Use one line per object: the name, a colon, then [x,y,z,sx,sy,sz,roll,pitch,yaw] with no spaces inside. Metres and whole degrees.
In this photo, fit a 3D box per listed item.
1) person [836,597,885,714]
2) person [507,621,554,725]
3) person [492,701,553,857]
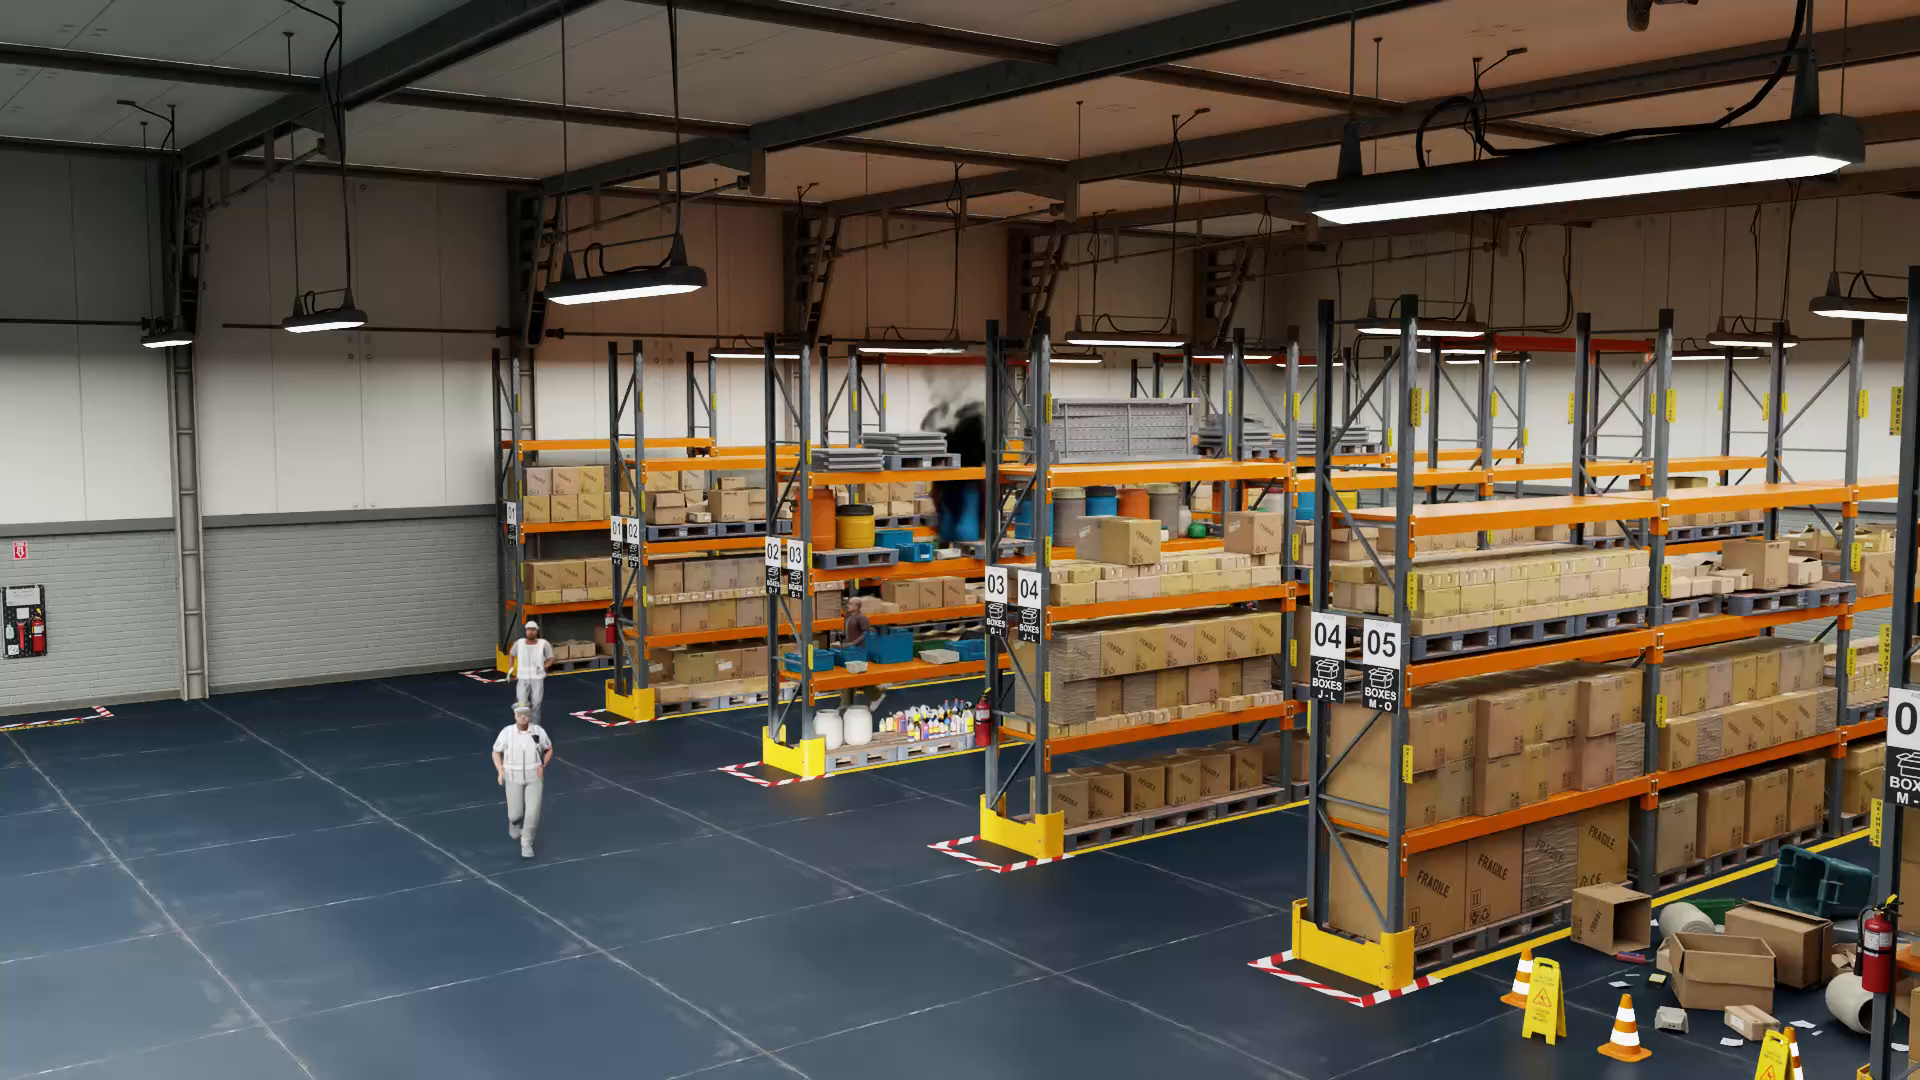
person: [-1.575,1.765,25.496,0.883,1.801,0.722,-3,6,-32]
person: [-6.481,2.095,25.093,0.695,1.735,0.590,-1,5,-9]
person: [-4.909,2.662,18.718,0.664,1.742,0.602,-2,5,-19]
